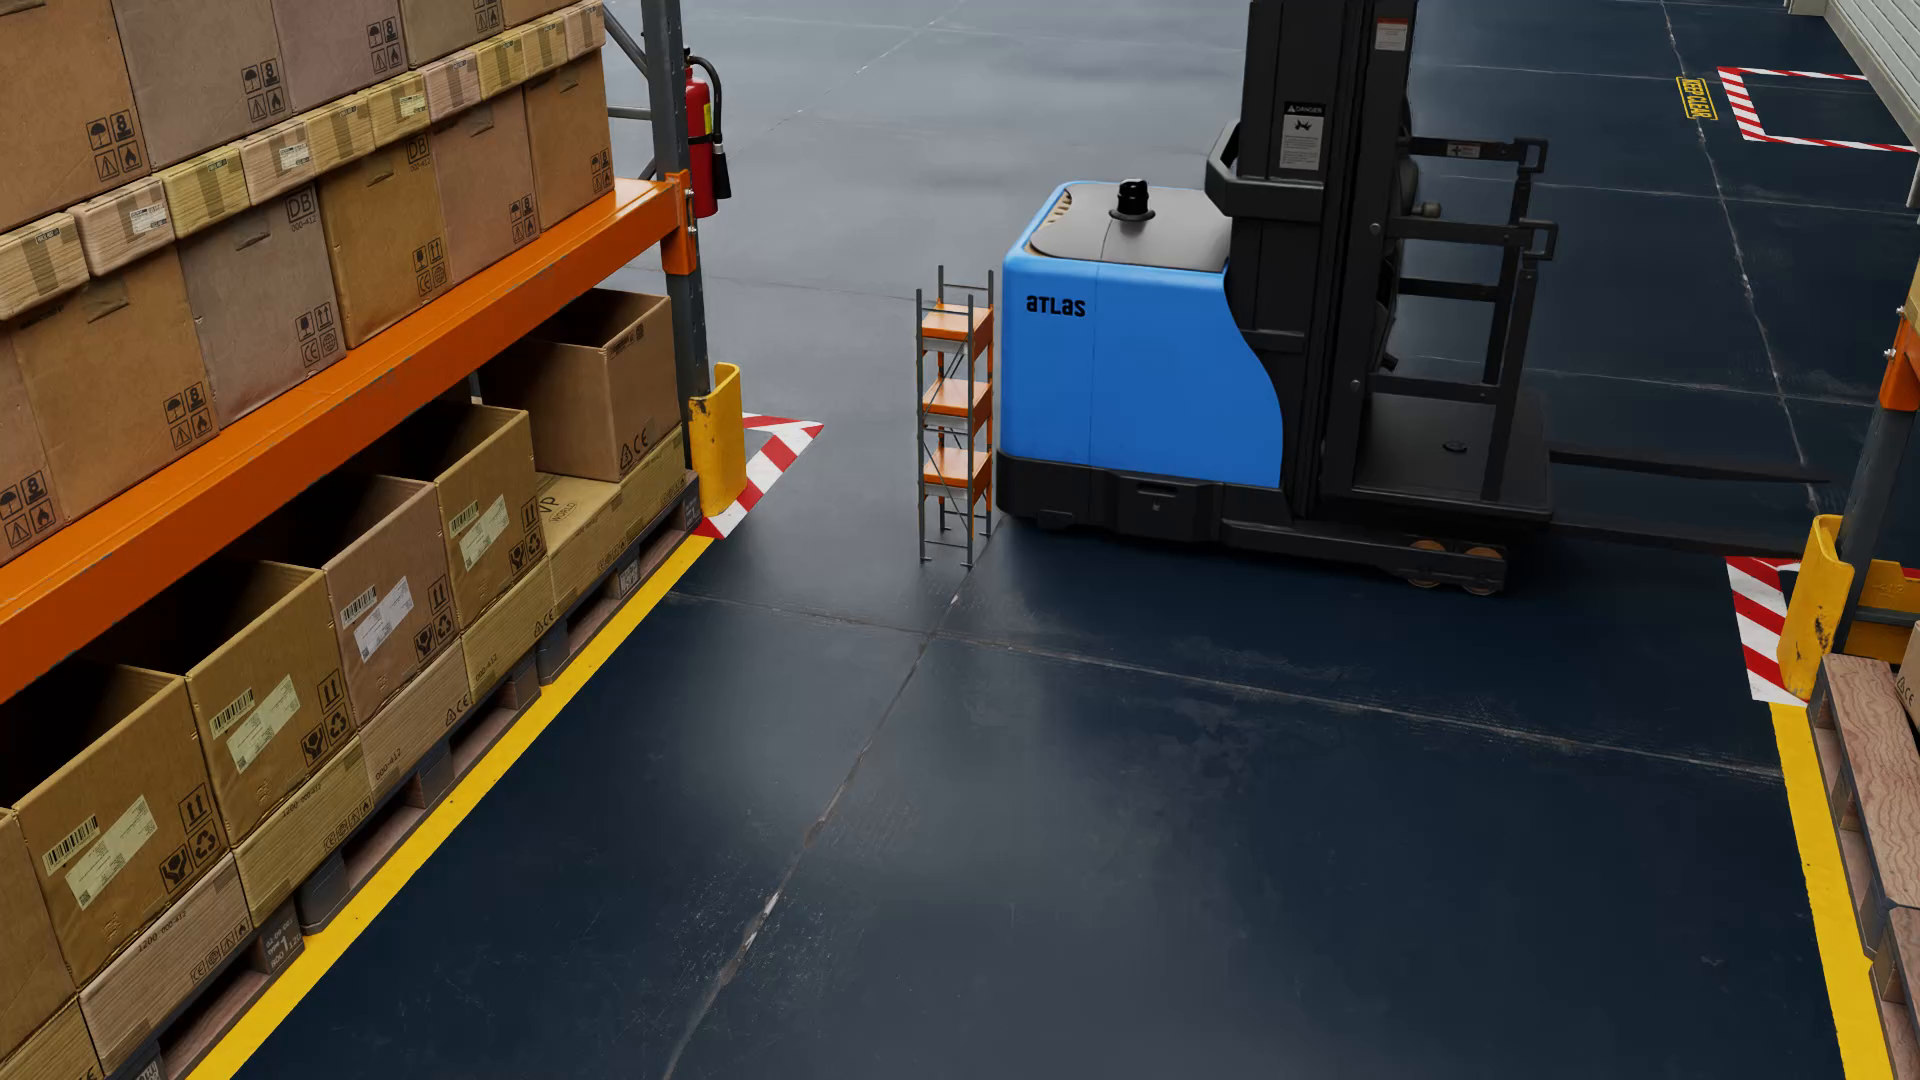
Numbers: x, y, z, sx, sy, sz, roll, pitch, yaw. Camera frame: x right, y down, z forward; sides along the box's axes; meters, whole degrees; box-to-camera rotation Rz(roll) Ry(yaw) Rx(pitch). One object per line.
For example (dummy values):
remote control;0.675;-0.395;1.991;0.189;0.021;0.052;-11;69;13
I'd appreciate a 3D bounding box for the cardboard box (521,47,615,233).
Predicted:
cardboard box;-1.599;-1.370;5.525;0.700;0.500;0.500;9;30;15

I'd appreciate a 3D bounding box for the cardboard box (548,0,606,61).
cardboard box;-1.380;-1.664;5.386;0.380;0.149;0.250;8;30;14

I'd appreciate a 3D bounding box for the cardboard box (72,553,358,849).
cardboard box;-1.895;0.372;4.121;0.500;0.500;0.500;8;30;15

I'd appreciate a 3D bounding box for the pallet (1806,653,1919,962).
pallet;2.992;0.790;4.613;1.003;0.211;1.213;8;30;15

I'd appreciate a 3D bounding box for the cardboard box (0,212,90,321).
cardboard box;-2.061;-0.582;3.441;0.380;0.149;0.250;7;30;13

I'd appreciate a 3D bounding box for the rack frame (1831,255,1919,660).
rack frame;3.287;-0.837;4.668;1.000;3.000;0.127;8;30;15

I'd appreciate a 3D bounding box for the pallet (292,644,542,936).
pallet;-1.994;0.603;4.948;1.003;0.211;1.213;8;30;15

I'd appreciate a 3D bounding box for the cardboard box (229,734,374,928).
cardboard box;-1.894;0.700;4.303;0.500;0.250;0.500;8;30;15

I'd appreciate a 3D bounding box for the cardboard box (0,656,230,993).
cardboard box;-2.049;0.603;3.705;0.500;0.500;0.500;8;30;15

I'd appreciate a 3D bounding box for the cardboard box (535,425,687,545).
cardboard box;-1.325;-0.232;5.978;0.500;0.250;0.500;8;30;15

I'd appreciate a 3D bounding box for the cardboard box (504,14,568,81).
cardboard box;-1.455;-1.542;5.167;0.380;0.149;0.250;9;30;16

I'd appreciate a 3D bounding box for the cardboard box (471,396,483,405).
cardboard box;-1.820;-0.306;6.111;0.500;0.250;0.500;8;30;15

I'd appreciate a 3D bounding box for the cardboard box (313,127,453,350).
cardboard box;-1.900;-0.896;4.672;0.700;0.500;0.500;9;30;15

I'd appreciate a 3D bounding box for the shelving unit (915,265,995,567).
shelving unit;-0.016;-0.434;5.950;0.215;1.050;0.252;8;30;15

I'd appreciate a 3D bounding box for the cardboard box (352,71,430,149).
cardboard box;-1.683;-1.185;4.524;0.380;0.149;0.250;9;30;16

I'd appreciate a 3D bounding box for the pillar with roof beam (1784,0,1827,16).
pillar with roof beam;3.315;-9.200;13.532;9.100;9.000;0.400;8;30;15

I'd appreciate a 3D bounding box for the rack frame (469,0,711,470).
rack frame;-1.450;-1.542;5.936;1.000;3.000;0.127;8;30;15

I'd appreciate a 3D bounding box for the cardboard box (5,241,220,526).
cardboard box;-2.200;-0.412;3.803;0.700;0.500;0.500;9;30;16

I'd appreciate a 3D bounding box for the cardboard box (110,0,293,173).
cardboard box;-2.058;-1.200;3.885;0.700;0.500;0.500;9;30;15

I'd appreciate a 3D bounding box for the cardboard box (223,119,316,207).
cardboard box;-1.833;-0.943;4.089;0.380;0.149;0.250;8;30;14

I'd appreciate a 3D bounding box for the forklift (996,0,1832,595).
forklift;1.711;-1.373;5.703;3.031;2.935;1.130;8;30;13

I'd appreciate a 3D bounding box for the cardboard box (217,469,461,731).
cardboard box;-1.750;0.139;4.539;0.500;0.500;0.500;8;30;15

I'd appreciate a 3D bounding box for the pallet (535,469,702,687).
pallet;-1.634;0.038;5.964;1.003;0.211;1.213;8;30;15

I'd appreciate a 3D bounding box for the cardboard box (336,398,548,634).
cardboard box;-1.602;-0.093;4.956;0.500;0.500;0.500;8;30;15

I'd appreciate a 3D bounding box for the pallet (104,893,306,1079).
pallet;-2.350;1.172;3.926;1.003;0.211;1.213;8;30;15

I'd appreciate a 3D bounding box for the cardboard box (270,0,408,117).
cardboard box;-1.911;-1.433;4.303;0.700;0.500;0.500;9;30;15

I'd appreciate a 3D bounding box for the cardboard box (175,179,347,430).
cardboard box;-2.051;-0.650;4.231;0.700;0.500;0.500;9;30;16

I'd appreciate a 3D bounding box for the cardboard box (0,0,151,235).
cardboard box;-2.205;-0.968;3.468;0.700;0.500;0.500;8;30;15

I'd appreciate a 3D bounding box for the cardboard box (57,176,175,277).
cardboard box;-1.985;-0.707;3.665;0.380;0.149;0.250;8;30;13

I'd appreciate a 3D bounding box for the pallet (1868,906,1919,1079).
pallet;2.632;1.355;3.597;1.003;0.211;1.213;8;30;15

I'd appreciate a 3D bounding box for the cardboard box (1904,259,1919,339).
cardboard box;2.840;-0.598;4.374;0.500;0.250;0.500;8;30;13

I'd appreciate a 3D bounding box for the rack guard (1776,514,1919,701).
rack guard;3.265;0.291;5.213;1.175;0.500;0.348;8;30;15

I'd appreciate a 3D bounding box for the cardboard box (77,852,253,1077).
cardboard box;-2.046;0.931;3.887;0.500;0.250;0.500;8;30;15

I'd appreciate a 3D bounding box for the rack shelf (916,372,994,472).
rack shelf;-0.016;-0.425;5.955;0.215;0.259;0.240;8;30;15

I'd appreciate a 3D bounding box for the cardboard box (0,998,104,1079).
cardboard box;-2.198;1.163;3.470;0.500;0.250;0.500;8;30;15

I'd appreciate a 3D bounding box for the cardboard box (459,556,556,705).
cardboard box;-1.605;0.234;5.140;0.500;0.250;0.500;8;30;15

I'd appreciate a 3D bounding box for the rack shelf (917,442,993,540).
rack shelf;-0.016;-0.182;6.090;0.215;0.259;0.240;8;30;15

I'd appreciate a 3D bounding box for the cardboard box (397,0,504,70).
cardboard box;-1.764;-1.667;4.725;0.700;0.500;0.500;8;30;14

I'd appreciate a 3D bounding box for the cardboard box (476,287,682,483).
cardboard box;-1.323;-0.560;5.796;0.500;0.500;0.500;8;30;15

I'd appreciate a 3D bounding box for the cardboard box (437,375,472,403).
cardboard box;-1.965;-0.401;5.511;0.500;0.500;0.500;8;30;15

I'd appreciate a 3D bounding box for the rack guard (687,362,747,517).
rack guard;-1.443;-0.461;6.564;1.175;0.500;0.348;8;30;15

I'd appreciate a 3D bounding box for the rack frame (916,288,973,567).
rack frame;-0.052;-0.377;5.848;0.200;1.050;0.008;8;30;15

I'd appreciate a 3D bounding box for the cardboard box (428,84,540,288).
cardboard box;-1.748;-1.126;5.085;0.700;0.500;0.500;9;30;16

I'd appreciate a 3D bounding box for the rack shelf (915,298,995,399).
rack shelf;-0.016;-0.673;5.817;0.215;0.259;0.240;8;30;15

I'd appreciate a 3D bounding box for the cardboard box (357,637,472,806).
cardboard box;-1.753;0.467;4.722;0.500;0.250;0.500;8;30;15

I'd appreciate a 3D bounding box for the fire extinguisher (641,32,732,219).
fire extinguisher;-0.971;-1.497;5.934;0.296;0.674;0.183;8;30;15

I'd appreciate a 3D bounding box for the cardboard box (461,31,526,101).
cardboard box;-1.530;-1.423;4.953;0.380;0.149;0.250;8;30;14

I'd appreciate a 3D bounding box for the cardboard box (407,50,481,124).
cardboard box;-1.606;-1.307;4.744;0.380;0.149;0.250;9;30;16

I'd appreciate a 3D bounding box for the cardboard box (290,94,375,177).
cardboard box;-1.758;-1.062;4.304;0.380;0.149;0.250;9;30;16

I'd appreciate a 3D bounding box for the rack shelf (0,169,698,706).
rack shelf;-2.037;-0.298;4.440;1.077;0.370;4.000;8;30;15

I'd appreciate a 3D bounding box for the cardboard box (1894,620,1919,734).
cardboard box;2.998;0.455;4.660;0.500;0.311;0.500;5;30;9

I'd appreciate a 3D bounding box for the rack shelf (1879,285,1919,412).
rack shelf;2.700;0.407;3.172;1.077;0.370;4.000;8;30;15

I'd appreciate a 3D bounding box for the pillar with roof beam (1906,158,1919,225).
pillar with roof beam;1.554;-6.412;8.520;9.100;9.000;0.400;8;30;15

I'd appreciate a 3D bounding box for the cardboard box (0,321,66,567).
cardboard box;-2.351;-0.180;3.385;0.700;0.500;0.500;8;30;14

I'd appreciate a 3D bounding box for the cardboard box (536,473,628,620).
cardboard box;-1.460;0.002;5.558;0.500;0.250;0.500;8;30;15

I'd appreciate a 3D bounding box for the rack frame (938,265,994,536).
rack frame;0.020;-0.491;6.052;0.200;1.050;0.008;8;30;15

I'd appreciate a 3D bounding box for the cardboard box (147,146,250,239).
cardboard box;-1.908;-0.828;3.882;0.380;0.149;0.250;8;30;14

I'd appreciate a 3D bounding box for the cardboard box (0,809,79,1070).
cardboard box;-2.188;0.837;3.285;0.500;0.500;0.500;8;30;15

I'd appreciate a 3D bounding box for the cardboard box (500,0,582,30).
cardboard box;-1.614;-1.913;5.165;0.700;0.500;0.500;9;30;15
